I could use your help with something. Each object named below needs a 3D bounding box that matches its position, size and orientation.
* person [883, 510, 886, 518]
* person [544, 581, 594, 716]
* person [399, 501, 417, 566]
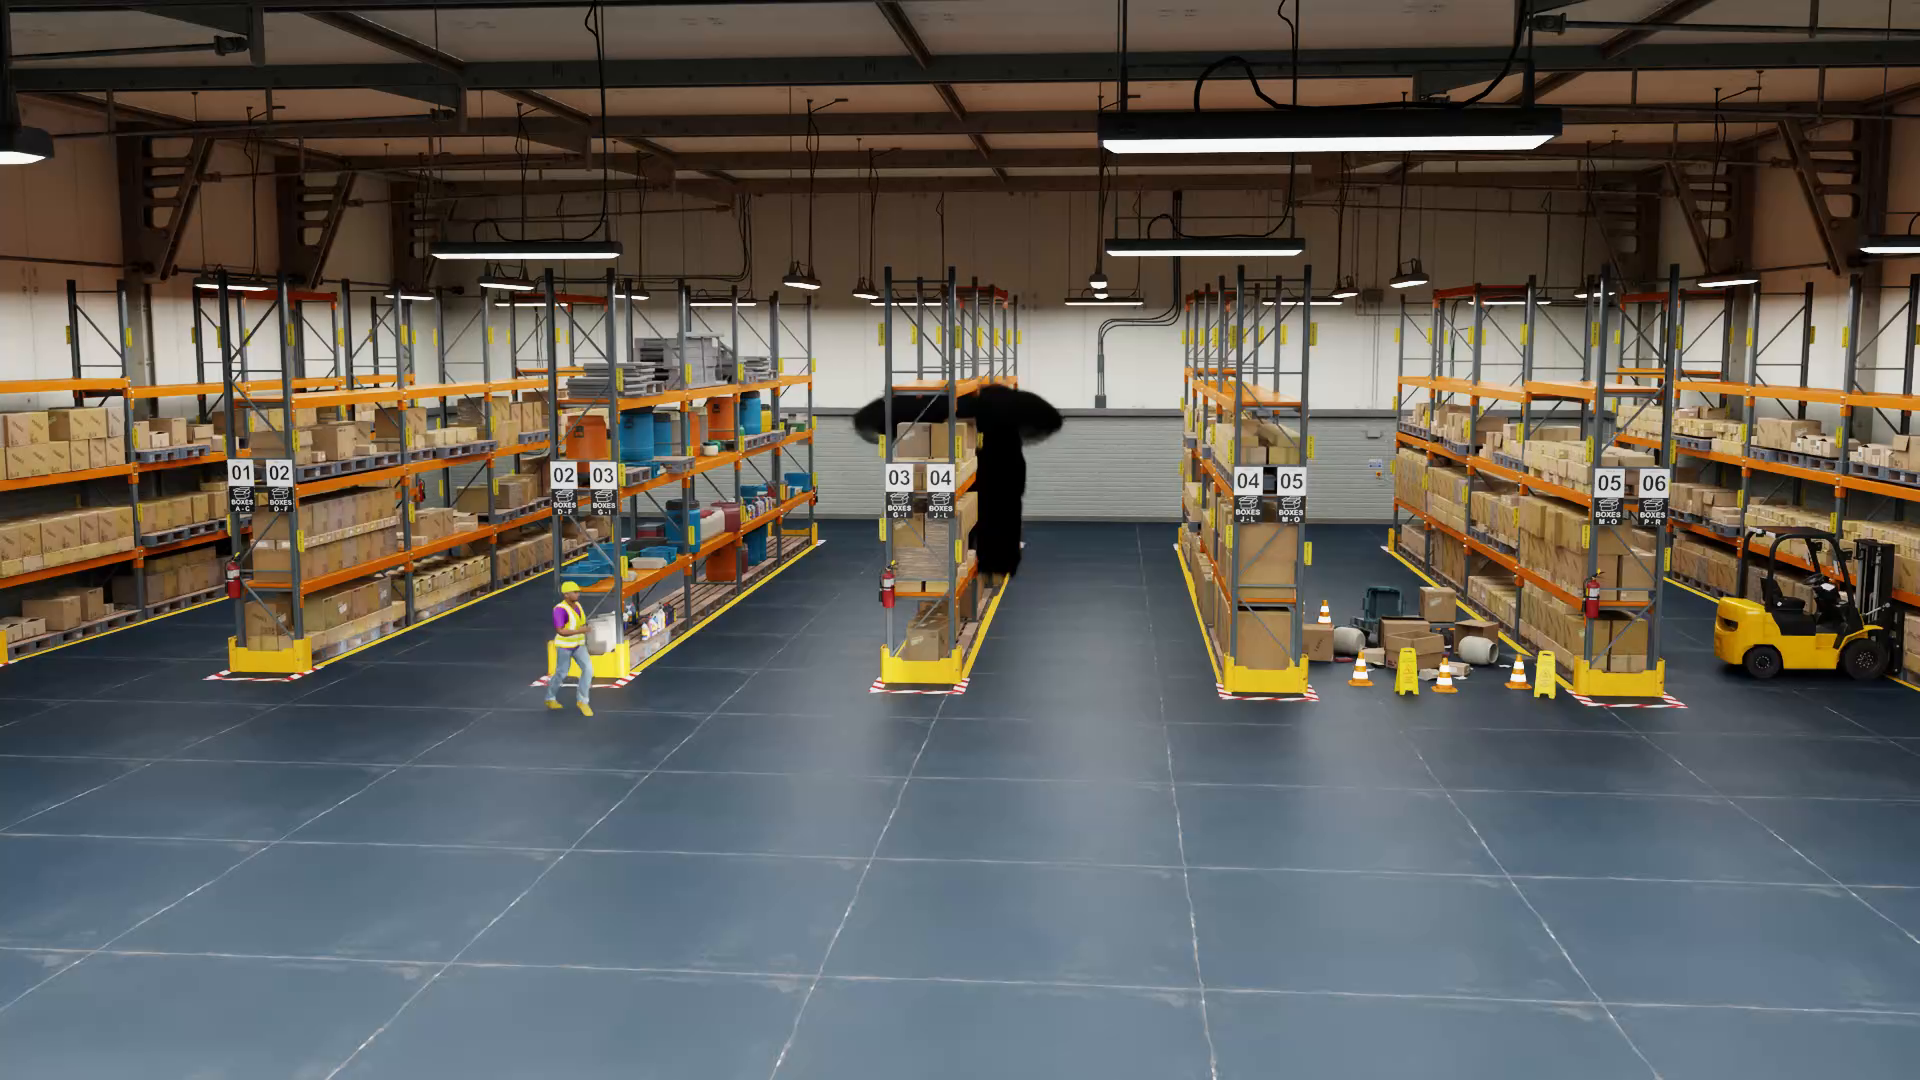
[{"bbox_3d":[-1.216,-0.210,33.947,0.714,1.639,0.708,-1,7,-6],"label":"person"},{"bbox_3d":[-5.183,1.450,22.108,0.856,1.824,0.653,4,8,30],"label":"person"},{"bbox_3d":[-11.124,0.067,33.750,0.728,1.734,0.721,-1,7,-6],"label":"person"}]
